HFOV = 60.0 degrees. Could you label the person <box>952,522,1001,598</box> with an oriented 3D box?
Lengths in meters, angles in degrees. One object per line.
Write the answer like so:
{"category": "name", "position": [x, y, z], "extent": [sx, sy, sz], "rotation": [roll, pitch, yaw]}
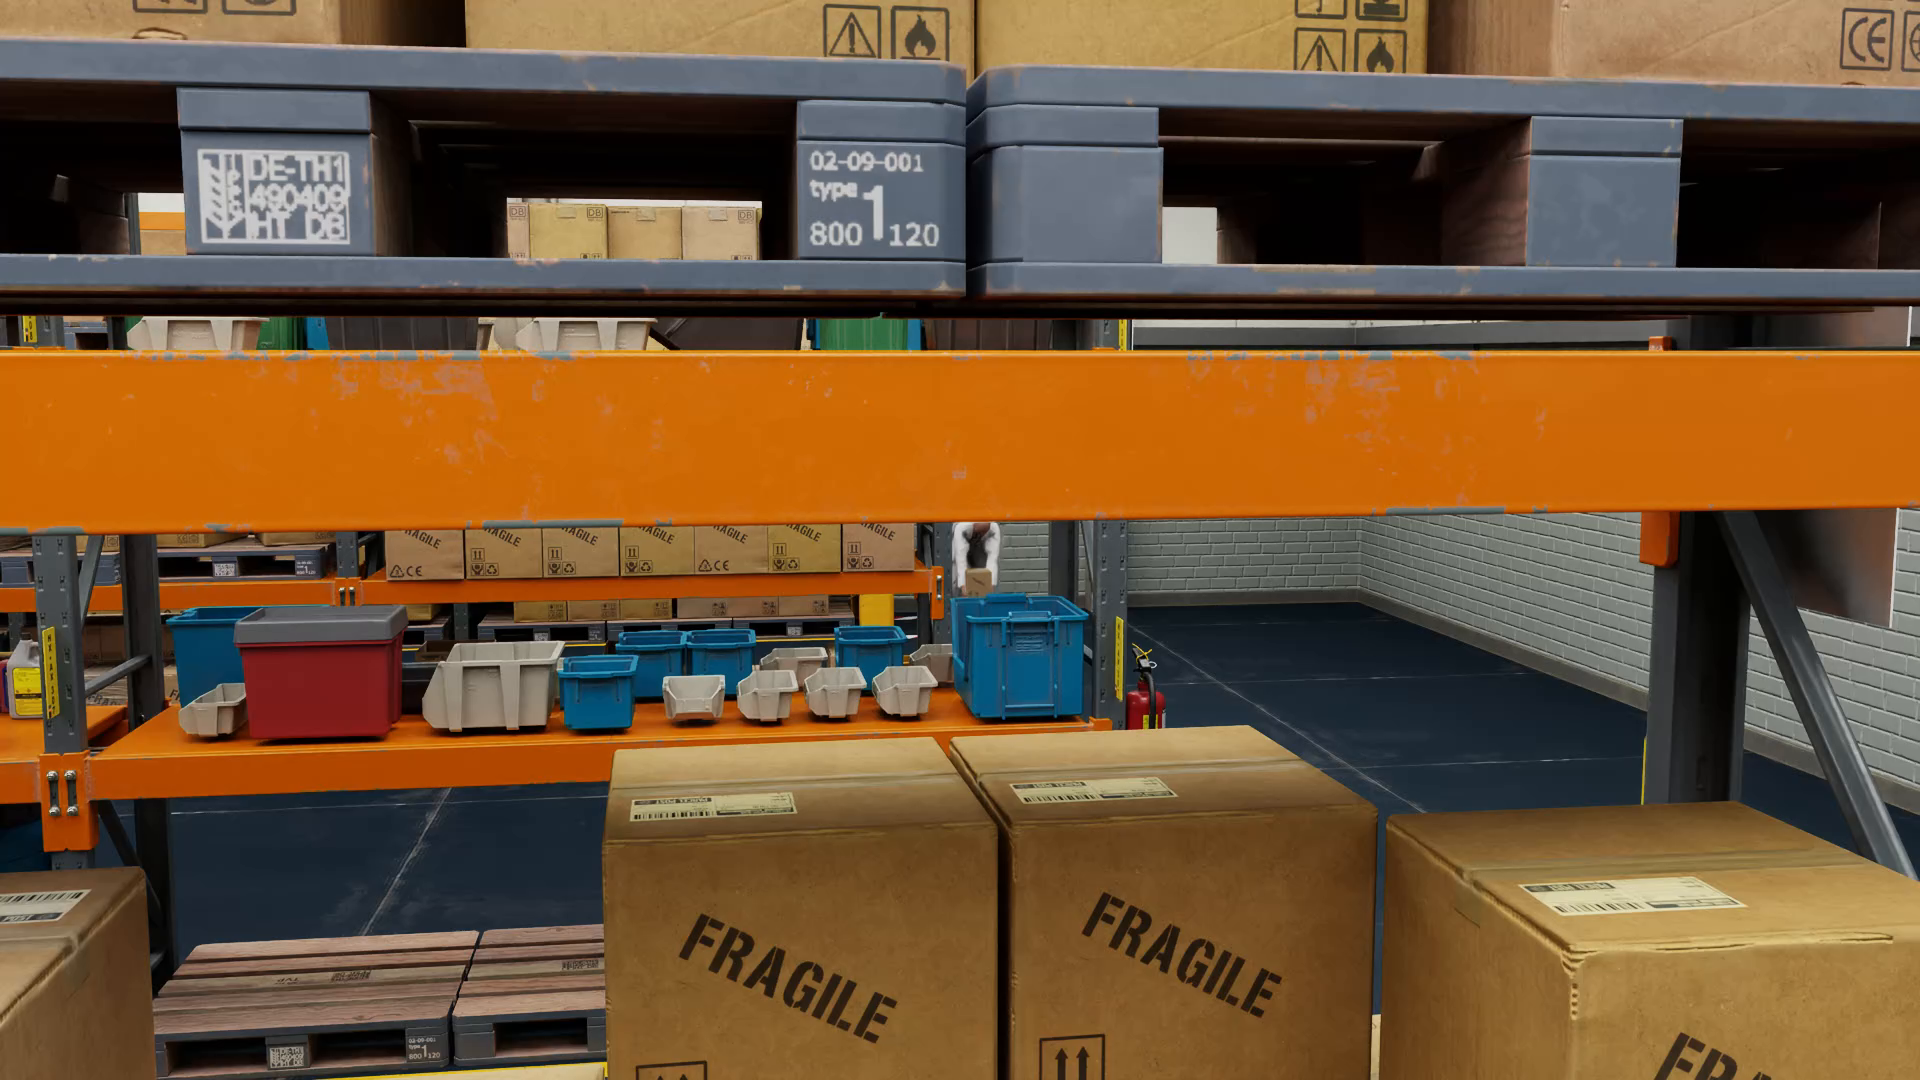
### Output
{"category": "person", "position": [0.134, 0.293, 17.114], "extent": [0.547, 1.231, 0.923], "rotation": [-1, 6, -11]}
